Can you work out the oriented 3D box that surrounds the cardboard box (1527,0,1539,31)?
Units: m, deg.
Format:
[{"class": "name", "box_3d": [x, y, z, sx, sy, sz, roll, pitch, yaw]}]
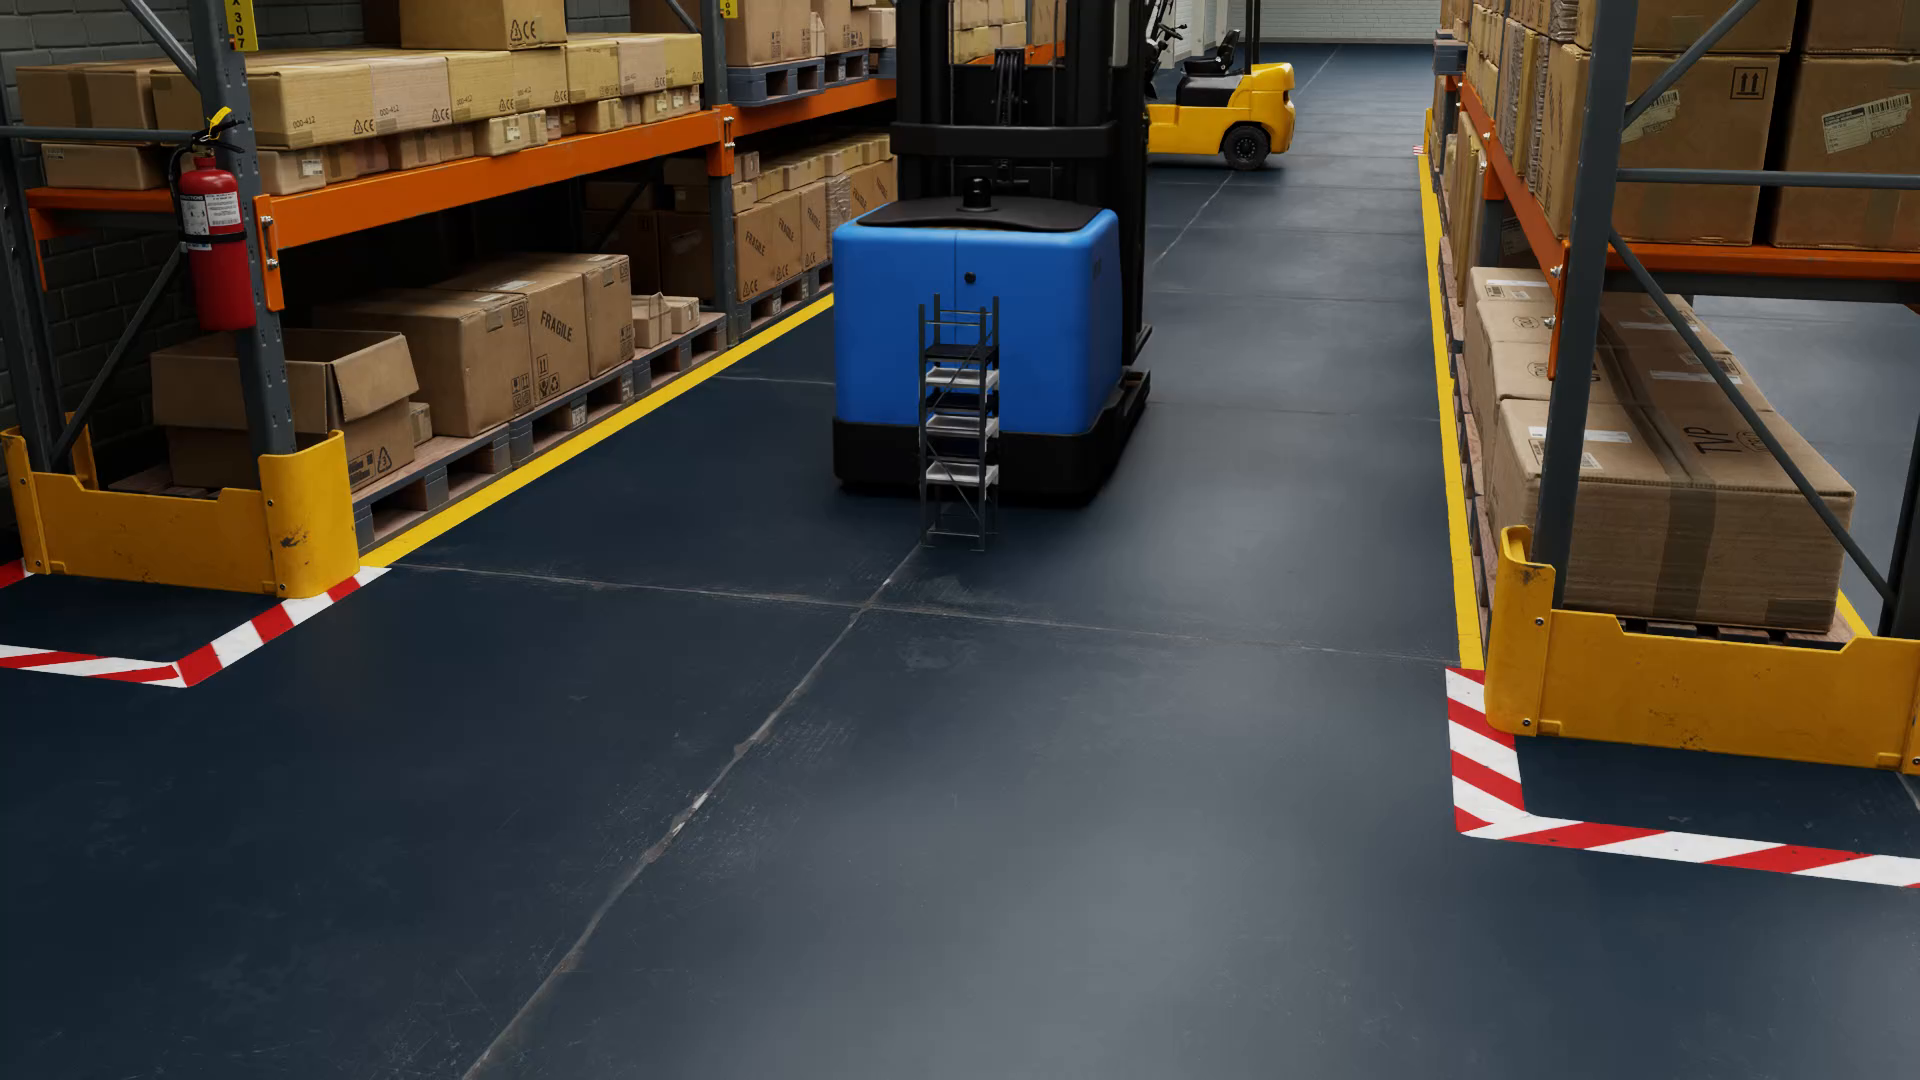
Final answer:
[{"class": "cardboard box", "box_3d": [2.319, -2.069, 5.904, 0.500, 0.500, 0.500, 5, 19, 13]}]

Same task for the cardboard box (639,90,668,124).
[{"class": "cardboard box", "box_3d": [-1.668, -2.140, 8.200, 0.380, 0.149, 0.250, 5, 20, 15]}]

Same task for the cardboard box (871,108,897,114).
[{"class": "cardboard box", "box_3d": [-0.293, -3.485, 14.774, 0.875, 0.625, 0.625, 4, 19, 11]}]

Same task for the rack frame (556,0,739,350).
[{"class": "rack frame", "box_3d": [-1.752, -2.545, 8.999, 1.000, 3.000, 0.127, 5, 19, 13]}]

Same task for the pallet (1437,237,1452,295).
[{"class": "pallet", "box_3d": [3.773, -1.847, 11.270, 1.003, 0.211, 1.213, 5, 19, 13]}]

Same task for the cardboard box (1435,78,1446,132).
[{"class": "cardboard box", "box_3d": [5.147, -4.440, 16.991, 0.500, 0.500, 0.500, 6, 20, 16]}]

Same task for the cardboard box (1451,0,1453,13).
[{"class": "cardboard box", "box_3d": [4.624, -4.924, 14.700, 0.500, 0.500, 0.500, 5, 20, 15]}]

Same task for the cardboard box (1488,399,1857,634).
[{"class": "cardboard box", "box_3d": [2.149, -0.102, 5.159, 0.875, 0.438, 0.875, 4, 19, 12]}]

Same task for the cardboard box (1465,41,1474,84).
[{"class": "cardboard box", "box_3d": [3.675, -3.204, 11.158, 0.500, 0.250, 0.500, 4, 19, 12]}]

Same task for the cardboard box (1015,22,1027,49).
[{"class": "cardboard box", "box_3d": [0.333, -4.803, 15.841, 0.500, 0.250, 0.500, 5, 20, 15]}]

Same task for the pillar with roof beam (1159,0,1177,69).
[{"class": "pillar with roof beam", "box_3d": [8.708, -14.300, 34.132, 9.100, 9.000, 0.400, 5, 19, 13]}]

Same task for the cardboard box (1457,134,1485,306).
[{"class": "cardboard box", "box_3d": [3.349, -1.832, 9.548, 0.875, 0.875, 0.875, 5, 20, 15]}]

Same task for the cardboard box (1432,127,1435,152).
[{"class": "cardboard box", "box_3d": [5.275, -4.251, 17.596, 0.500, 0.250, 0.500, 6, 20, 17]}]

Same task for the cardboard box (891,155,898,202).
[{"class": "cardboard box", "box_3d": [-0.670, -2.665, 12.568, 0.500, 0.500, 0.500, 5, 20, 15]}]

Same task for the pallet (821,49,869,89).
[{"class": "pallet", "box_3d": [-1.246, -3.098, 10.915, 1.003, 0.211, 1.213, 5, 19, 13]}]

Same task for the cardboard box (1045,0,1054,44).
[{"class": "cardboard box", "box_3d": [0.675, -5.383, 17.152, 0.500, 0.500, 0.500, 5, 19, 14]}]

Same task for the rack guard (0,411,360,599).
[{"class": "rack guard", "box_3d": [-2.711, -0.132, 5.802, 1.175, 0.500, 0.348, 5, 19, 13]}]

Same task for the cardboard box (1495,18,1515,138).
[{"class": "cardboard box", "box_3d": [2.693, -2.075, 7.468, 0.500, 0.500, 0.500, 5, 20, 15]}]

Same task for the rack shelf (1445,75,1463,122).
[{"class": "rack shelf", "box_3d": [4.528, -3.695, 13.477, 1.077, 0.370, 4.000, 5, 19, 13]}]

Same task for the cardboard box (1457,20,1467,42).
[{"class": "cardboard box", "box_3d": [3.904, -3.782, 12.357, 0.380, 0.149, 0.250, 4, 19, 13]}]

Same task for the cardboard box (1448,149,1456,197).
[{"class": "cardboard box", "box_3d": [4.550, -3.009, 13.772, 0.950, 0.372, 0.625, 5, 20, 15]}]

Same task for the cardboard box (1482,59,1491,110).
[{"class": "cardboard box", "box_3d": [3.052, -2.403, 8.816, 0.500, 0.250, 0.500, 4, 19, 13]}]

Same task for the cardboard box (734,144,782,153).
[{"class": "cardboard box", "box_3d": [-1.452, -2.654, 11.531, 0.380, 0.149, 0.250, 4, 19, 12]}]

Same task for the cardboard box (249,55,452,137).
[{"class": "cardboard box", "box_3d": [-2.235, -1.640, 6.121, 0.500, 0.250, 0.500, 5, 19, 14]}]

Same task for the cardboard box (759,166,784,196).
[{"class": "cardboard box", "box_3d": [-1.309, -2.221, 10.262, 0.380, 0.149, 0.250, 4, 19, 12]}]

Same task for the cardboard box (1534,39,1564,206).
[{"class": "cardboard box", "box_3d": [2.083, -1.276, 5.129, 0.500, 0.500, 0.500, 4, 19, 12]}]

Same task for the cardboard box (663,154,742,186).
[{"class": "cardboard box", "box_3d": [-1.466, -2.105, 9.464, 0.380, 0.149, 0.250, 4, 19, 12]}]

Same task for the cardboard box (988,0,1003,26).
[{"class": "cardboard box", "box_3d": [0.081, -4.723, 14.832, 0.500, 0.250, 0.500, 5, 19, 14]}]

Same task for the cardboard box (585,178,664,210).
[{"class": "cardboard box", "box_3d": [-1.942, -2.006, 9.634, 0.380, 0.149, 0.250, 4, 19, 11]}]

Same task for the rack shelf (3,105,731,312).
[{"class": "rack shelf", "box_3d": [-2.241, -1.578, 7.280, 1.077, 0.370, 4.000, 5, 19, 13]}]

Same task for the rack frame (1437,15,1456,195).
[{"class": "rack frame", "box_3d": [5.016, -4.662, 15.196, 1.000, 3.000, 0.127, 5, 19, 13]}]

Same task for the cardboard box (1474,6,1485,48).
[{"class": "cardboard box", "box_3d": [3.415, -3.117, 10.132, 0.500, 0.250, 0.500, 5, 19, 13]}]

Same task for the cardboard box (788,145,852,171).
[{"class": "cardboard box", "box_3d": [-0.963, -2.623, 11.439, 0.380, 0.149, 0.250, 4, 19, 13]}]

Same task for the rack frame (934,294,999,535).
[{"class": "rack frame", "box_3d": [0.023, -0.455, 6.128, 0.240, 0.900, 0.006, 5, 19, 13]}]

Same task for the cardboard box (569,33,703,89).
[{"class": "cardboard box", "box_3d": [-1.640, -2.436, 8.451, 0.500, 0.250, 0.500, 5, 20, 15]}]

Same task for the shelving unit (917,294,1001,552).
[{"class": "shelving unit", "box_3d": [-0.002, -0.423, 6.035, 0.258, 0.900, 0.210, 5, 19, 13]}]

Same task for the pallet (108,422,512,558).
[{"class": "pallet", "box_3d": [-2.517, -0.246, 6.580, 1.003, 0.211, 1.213, 5, 19, 13]}]

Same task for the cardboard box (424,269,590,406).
[{"class": "cardboard box", "box_3d": [-2.016, -0.914, 7.441, 0.500, 0.500, 0.500, 5, 19, 14]}]

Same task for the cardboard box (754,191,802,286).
[{"class": "cardboard box", "box_3d": [-1.296, -1.863, 10.218, 0.500, 0.500, 0.500, 4, 19, 13]}]

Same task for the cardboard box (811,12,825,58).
[{"class": "cardboard box", "box_3d": [-1.041, -3.086, 10.139, 0.396, 0.266, 0.258, 6, 20, 16]}]

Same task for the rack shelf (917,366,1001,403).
[{"class": "rack shelf", "box_3d": [-0.002, -0.562, 5.987, 0.258, 0.077, 0.200, 5, 19, 13]}]

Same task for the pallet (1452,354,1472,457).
[{"class": "pallet", "box_3d": [2.800, -0.603, 7.625, 1.003, 0.211, 1.213, 5, 19, 13]}]

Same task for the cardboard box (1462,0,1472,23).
[{"class": "cardboard box", "box_3d": [3.880, -3.959, 11.874, 0.500, 0.500, 0.500, 4, 19, 12]}]

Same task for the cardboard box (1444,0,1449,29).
[{"class": "cardboard box", "box_3d": [5.246, -5.495, 17.019, 0.500, 0.500, 0.500, 4, 19, 12]}]

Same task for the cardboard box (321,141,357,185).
[{"class": "cardboard box", "box_3d": [-2.366, -1.337, 5.851, 0.380, 0.149, 0.250, 5, 20, 15]}]

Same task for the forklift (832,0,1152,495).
[{"class": "forklift", "box_3d": [0.315, -2.003, 7.517, 1.130, 2.935, 3.031, 4, 19, 12]}]

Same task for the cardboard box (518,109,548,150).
[{"class": "cardboard box", "box_3d": [-1.976, -1.738, 7.024, 0.380, 0.149, 0.250, 5, 20, 15]}]

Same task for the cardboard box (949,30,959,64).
[{"class": "cardboard box", "box_3d": [-0.302, -4.005, 13.504, 0.500, 0.250, 0.500, 4, 19, 12]}]

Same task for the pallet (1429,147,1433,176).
[{"class": "pallet", "box_3d": [5.442, -3.939, 17.394, 1.003, 0.211, 1.213, 5, 19, 13]}]
